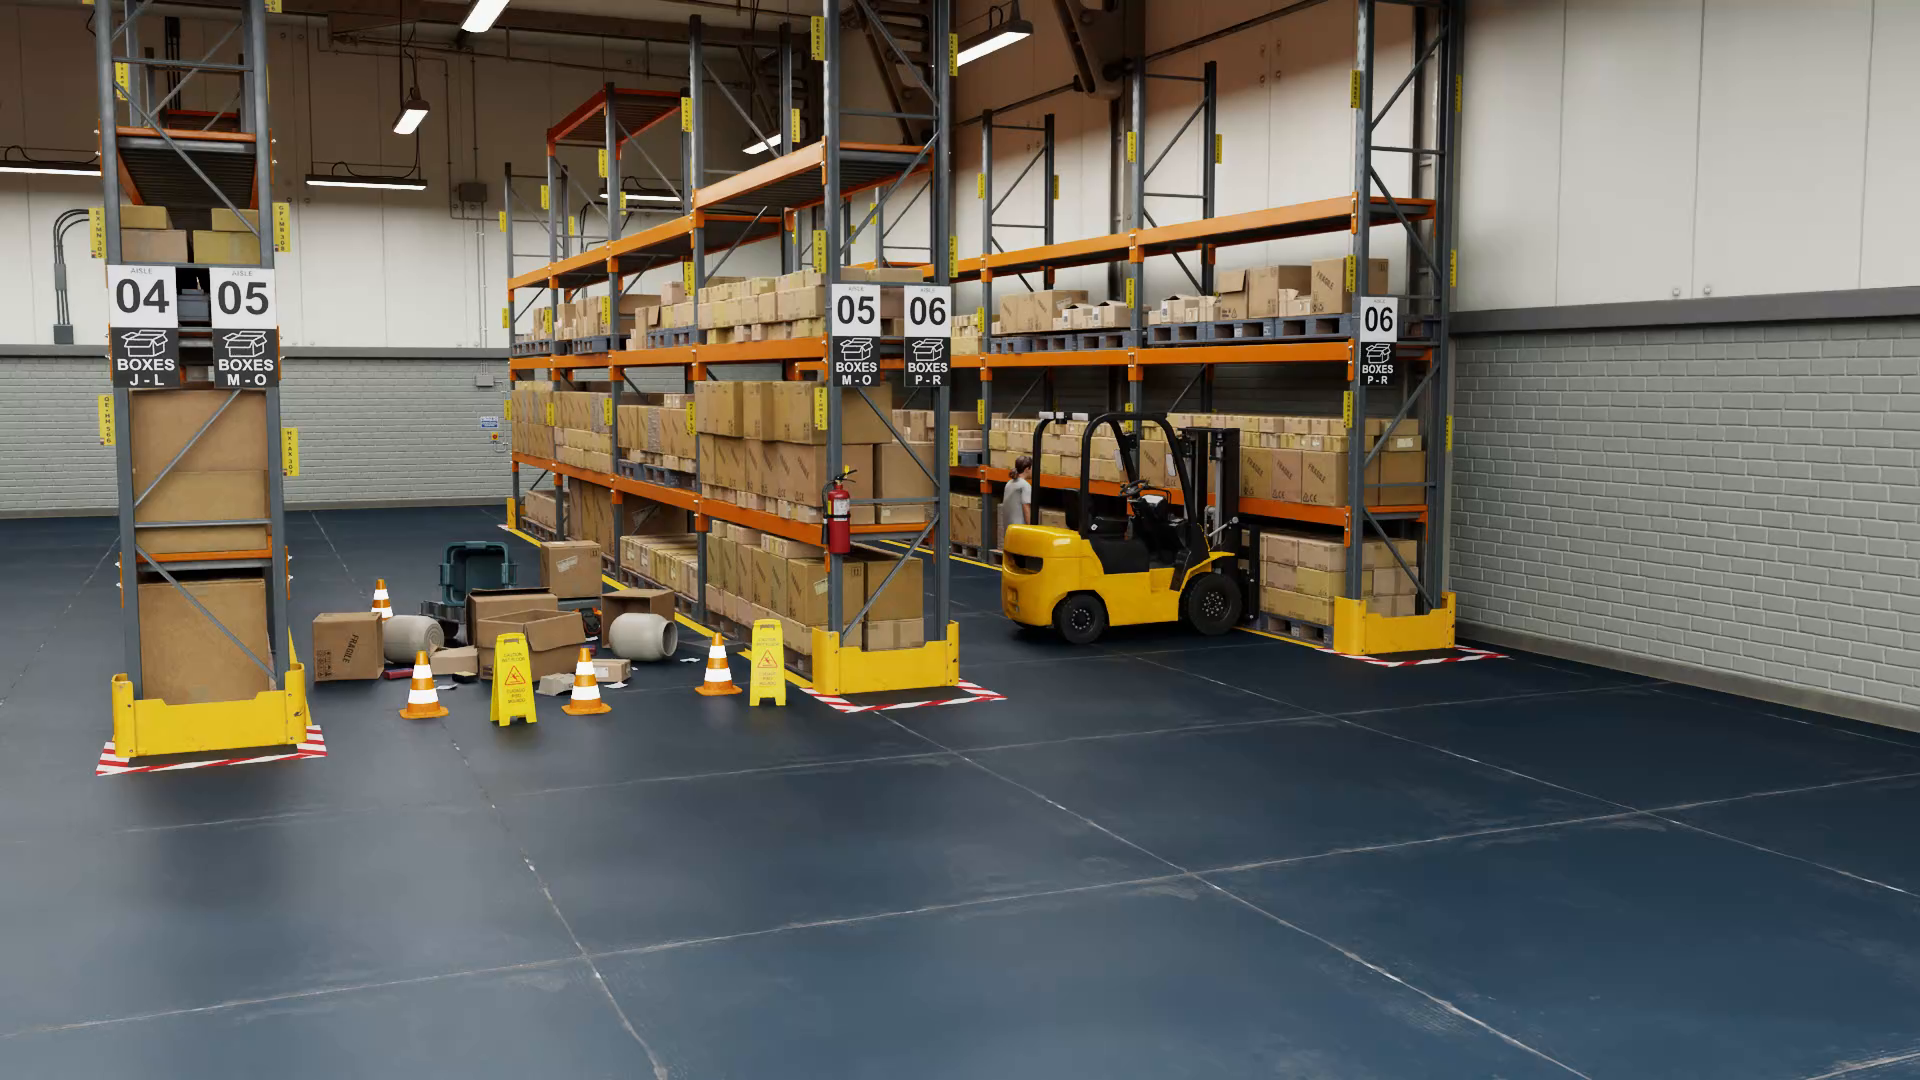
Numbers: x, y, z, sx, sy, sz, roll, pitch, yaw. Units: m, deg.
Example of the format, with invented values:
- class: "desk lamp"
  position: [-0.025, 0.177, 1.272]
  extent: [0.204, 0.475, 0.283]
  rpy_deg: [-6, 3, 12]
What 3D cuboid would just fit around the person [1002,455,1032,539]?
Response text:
- class: "person"
  position: [0.647, -0.057, 17.568]
  extent: [0.363, 1.671, 0.512]
  rpy_deg: [-3, 6, -27]
